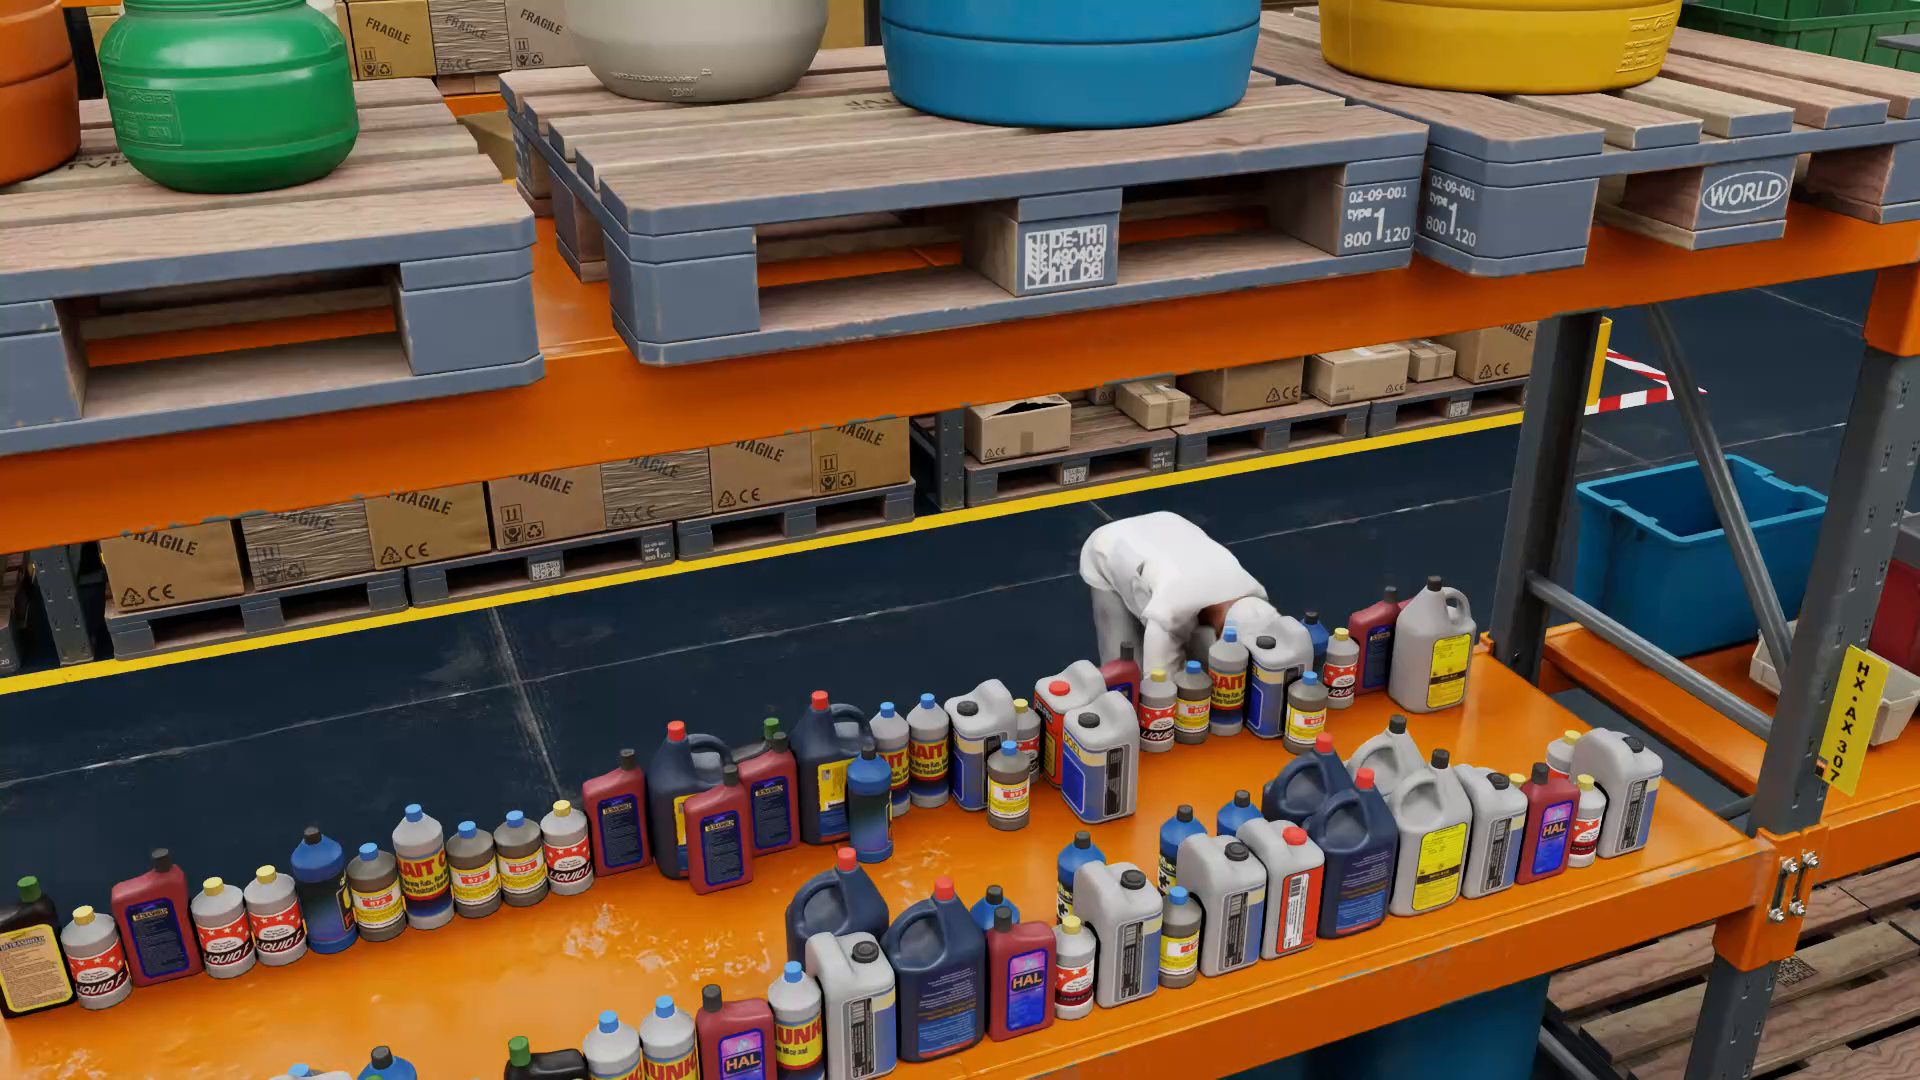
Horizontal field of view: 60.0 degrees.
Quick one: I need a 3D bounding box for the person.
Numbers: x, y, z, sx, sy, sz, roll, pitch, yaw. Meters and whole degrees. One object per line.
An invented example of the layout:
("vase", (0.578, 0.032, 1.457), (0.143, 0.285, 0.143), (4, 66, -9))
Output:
("person", (0.790, 0.497, 5.844), (0.482, 1.076, 0.982), (-12, 28, -23))
